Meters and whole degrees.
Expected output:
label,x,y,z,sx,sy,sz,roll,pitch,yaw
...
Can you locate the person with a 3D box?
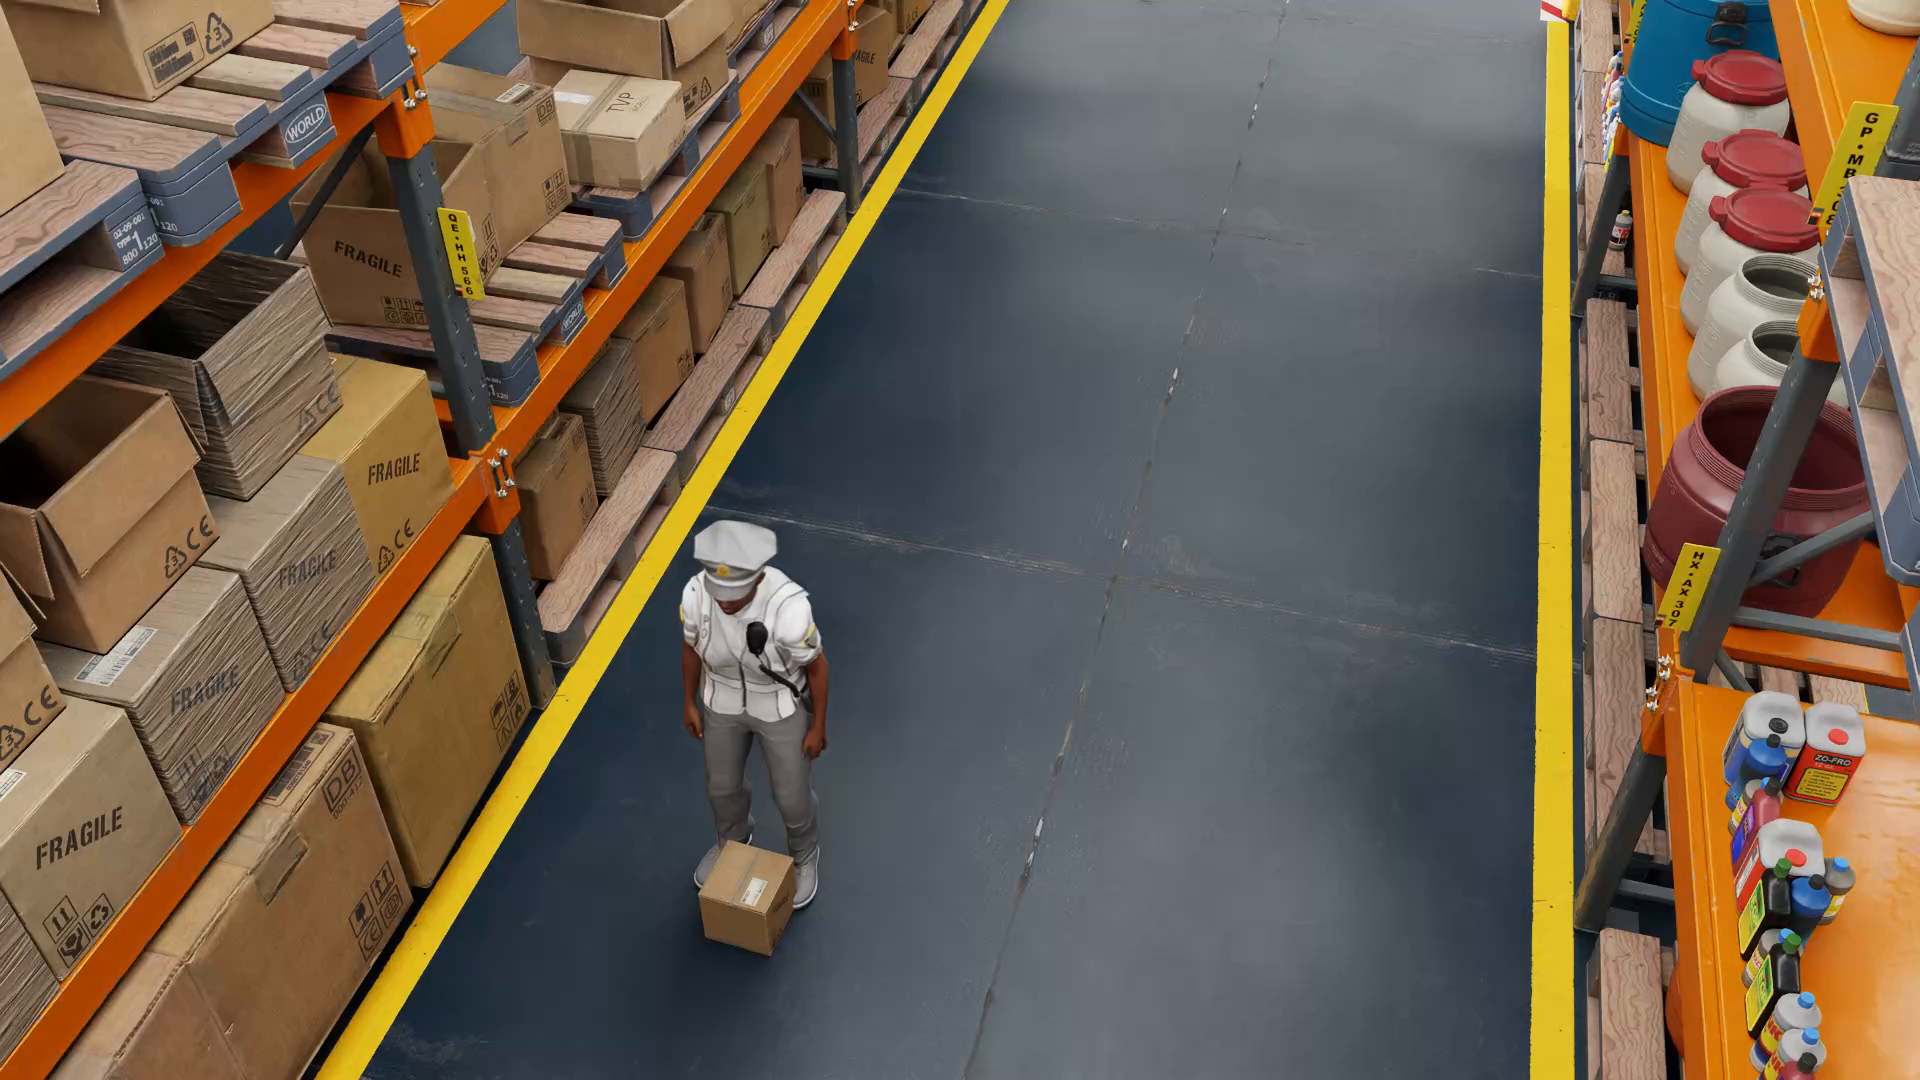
label,x,y,z,sx,sy,sz,roll,pitch,yaw
person,-0.684,0.571,5.510,0.517,1.657,0.400,9,42,11
